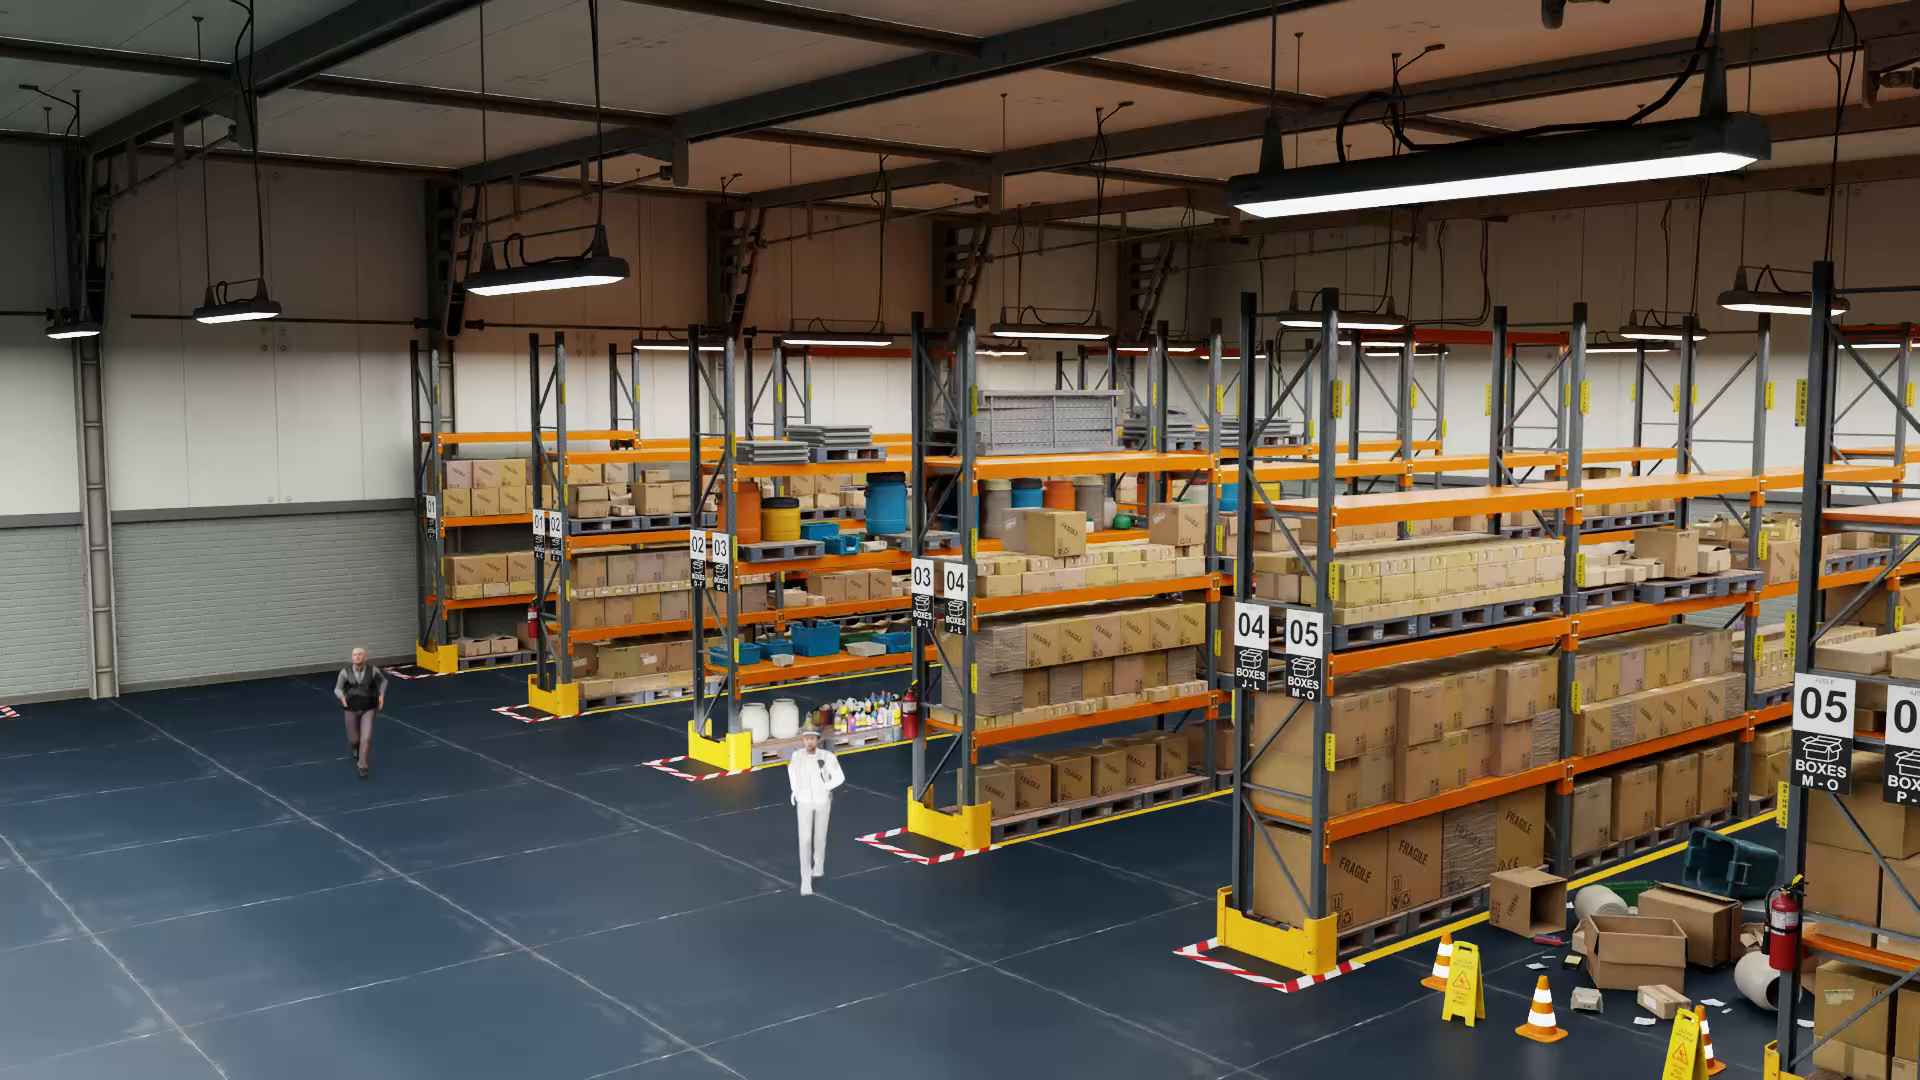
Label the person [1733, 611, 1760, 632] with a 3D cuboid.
[{"bbox_3d":[12.709,1.898,26.885,0.552,1.588,0.866,4,7,37],"label":"person"}]

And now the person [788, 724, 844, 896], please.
[{"bbox_3d":[-1.487,2.739,17.178,0.598,1.753,0.736,0,5,0],"label":"person"}]

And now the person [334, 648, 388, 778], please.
[{"bbox_3d":[-7.980,2.280,22.185,0.677,1.688,0.896,-2,6,-18],"label":"person"}]
